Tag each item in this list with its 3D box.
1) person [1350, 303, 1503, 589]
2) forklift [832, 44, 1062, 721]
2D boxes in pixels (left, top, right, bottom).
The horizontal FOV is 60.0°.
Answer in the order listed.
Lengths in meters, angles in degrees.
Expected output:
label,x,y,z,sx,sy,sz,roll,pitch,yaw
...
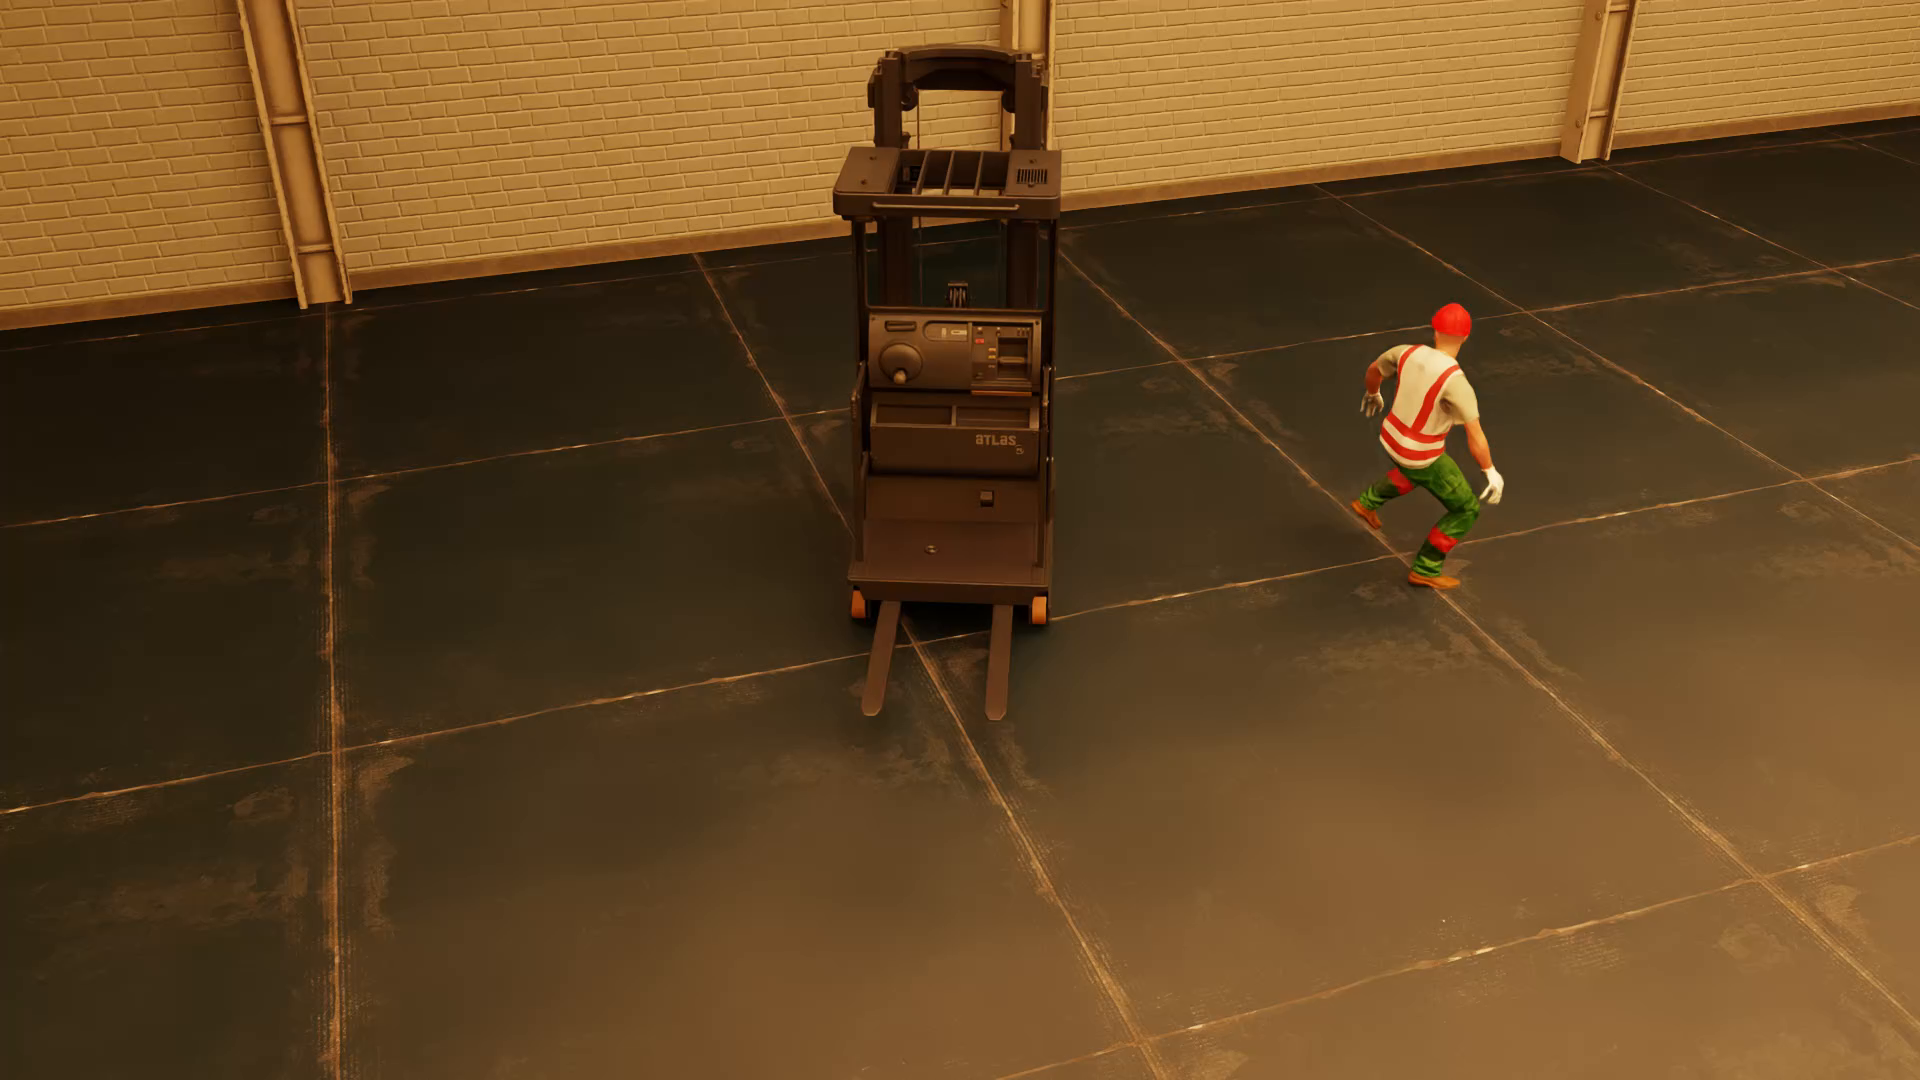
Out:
label,x,y,z,sx,sy,sz,roll,pitch,yaw
person,2.646,-0.546,9.354,0.515,1.658,1.016,-8,31,-13
forklift,-0.039,-0.967,8.767,1.130,2.935,3.031,2,30,3
